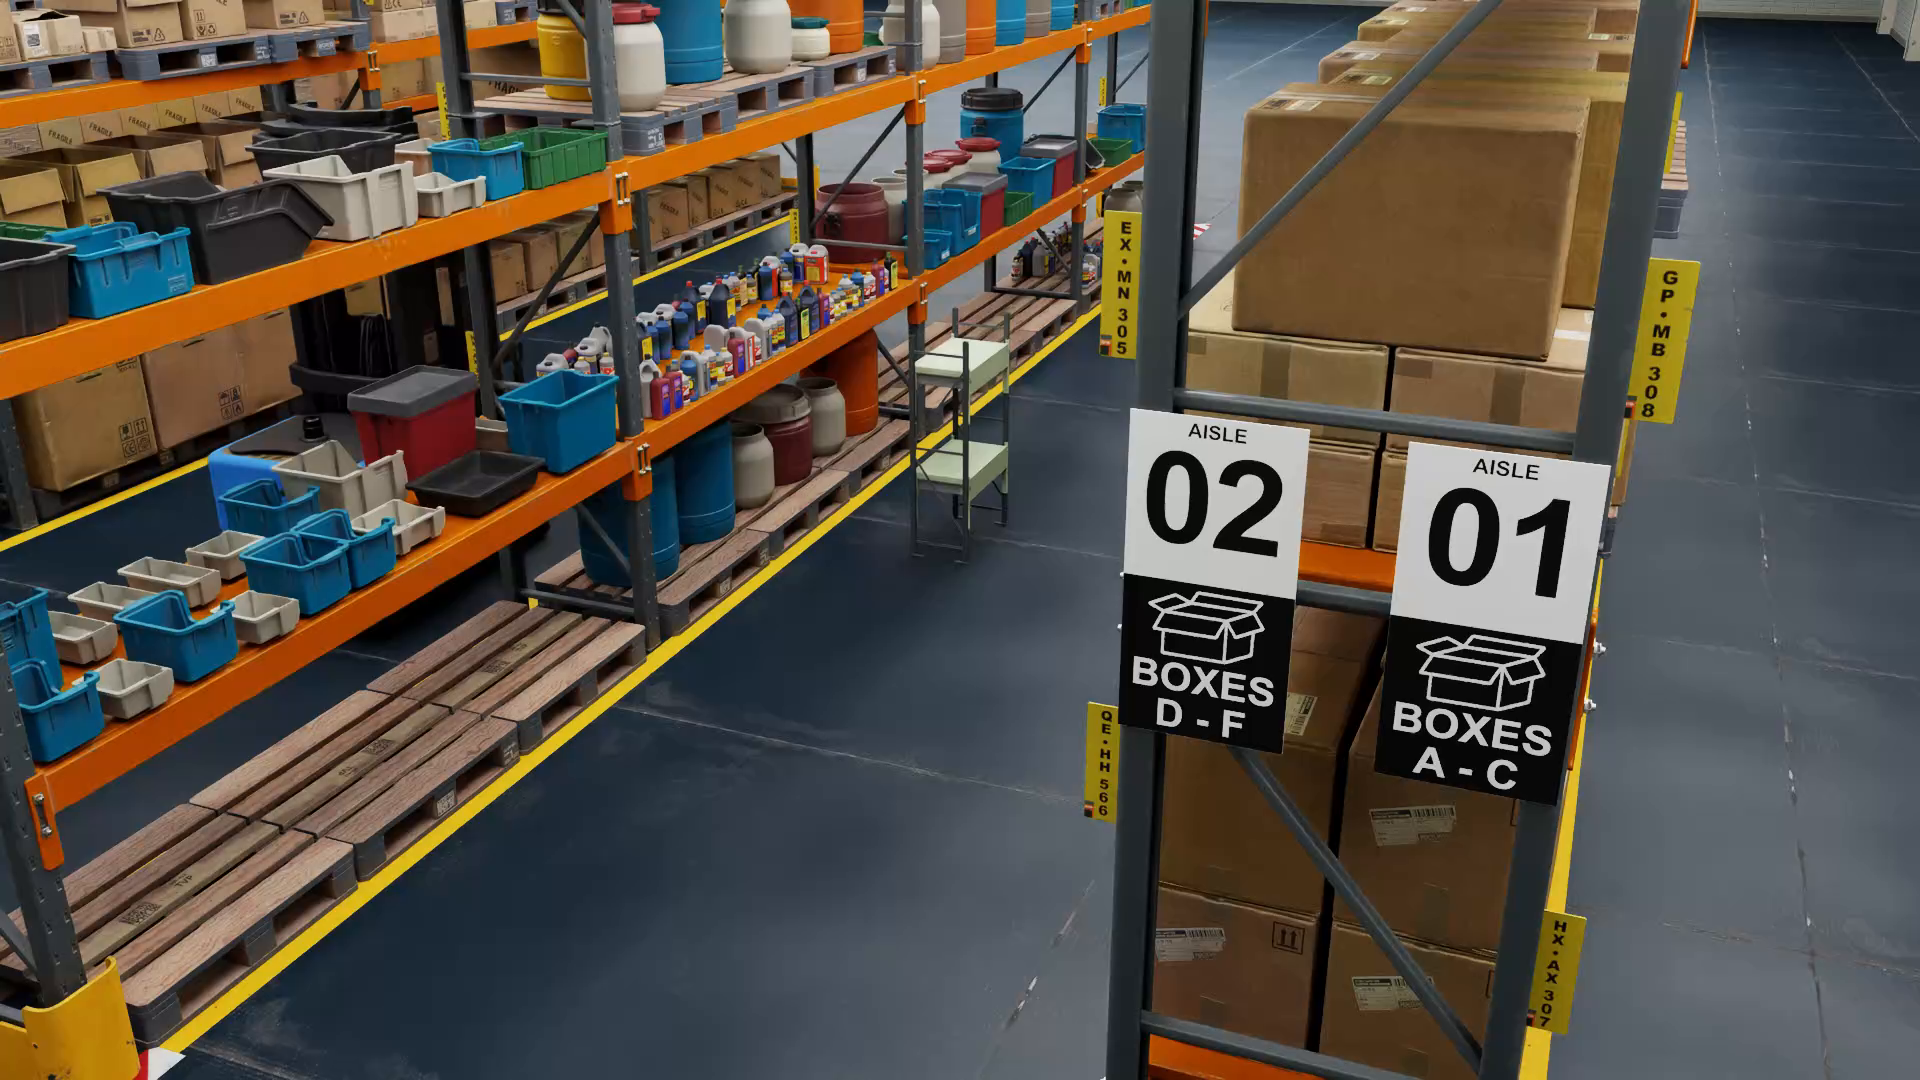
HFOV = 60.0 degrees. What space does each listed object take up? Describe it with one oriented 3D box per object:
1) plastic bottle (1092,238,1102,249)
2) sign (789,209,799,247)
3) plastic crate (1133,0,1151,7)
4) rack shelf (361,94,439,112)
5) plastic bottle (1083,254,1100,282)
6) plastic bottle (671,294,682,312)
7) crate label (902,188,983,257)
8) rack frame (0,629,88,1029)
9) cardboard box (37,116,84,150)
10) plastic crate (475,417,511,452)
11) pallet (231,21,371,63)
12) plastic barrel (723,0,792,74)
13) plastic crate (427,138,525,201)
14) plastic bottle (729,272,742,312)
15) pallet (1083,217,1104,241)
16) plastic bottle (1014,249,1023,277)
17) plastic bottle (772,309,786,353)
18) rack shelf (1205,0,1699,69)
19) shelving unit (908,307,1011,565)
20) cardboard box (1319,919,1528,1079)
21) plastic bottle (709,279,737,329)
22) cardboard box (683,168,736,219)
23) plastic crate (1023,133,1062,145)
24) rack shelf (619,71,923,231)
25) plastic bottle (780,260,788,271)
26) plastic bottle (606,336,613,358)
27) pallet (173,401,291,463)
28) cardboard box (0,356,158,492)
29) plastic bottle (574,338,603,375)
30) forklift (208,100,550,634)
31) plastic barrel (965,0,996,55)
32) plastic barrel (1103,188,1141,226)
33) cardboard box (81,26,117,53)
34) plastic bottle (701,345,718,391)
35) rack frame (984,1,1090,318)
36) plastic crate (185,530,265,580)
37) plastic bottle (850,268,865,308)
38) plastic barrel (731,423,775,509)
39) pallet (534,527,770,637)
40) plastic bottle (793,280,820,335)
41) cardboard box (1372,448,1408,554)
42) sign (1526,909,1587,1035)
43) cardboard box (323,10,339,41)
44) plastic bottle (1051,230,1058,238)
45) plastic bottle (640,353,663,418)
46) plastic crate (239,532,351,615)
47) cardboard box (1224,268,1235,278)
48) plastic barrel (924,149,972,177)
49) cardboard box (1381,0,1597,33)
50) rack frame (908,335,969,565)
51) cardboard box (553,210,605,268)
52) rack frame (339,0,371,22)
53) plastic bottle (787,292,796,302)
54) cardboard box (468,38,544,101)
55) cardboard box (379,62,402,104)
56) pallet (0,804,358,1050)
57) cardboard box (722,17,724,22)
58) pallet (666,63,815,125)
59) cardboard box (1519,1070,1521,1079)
[{"bbox_3d":[1.494,-3.091,17.721,0.152,0.276,0.135,9,24,20],"label":"plastic bottle"},{"bbox_3d":[-1.271,-2.404,12.901,0.100,0.325,0.005,9,24,20],"label":"sign"},{"bbox_3d":[1.785,-5.766,17.292,0.392,0.384,0.575,9,24,20],"label":"plastic crate"},{"bbox_3d":[-7.695,-5.523,21.513,1.077,0.370,4.000,9,24,20],"label":"rack shelf"},{"bbox_3d":[1.348,-2.801,17.026,0.152,0.276,0.135,10,25,22],"label":"plastic bottle"},{"bbox_3d":[-1.895,-1.486,11.067,0.061,0.283,0.133,9,24,20],"label":"plastic bottle"},{"bbox_3d":[-0.138,-2.585,13.502,0.502,0.435,0.616,9,24,20],"label":"crate label"},{"bbox_3d":[-3.730,0.611,5.896,1.000,3.000,0.127,9,24,20],"label":"rack frame"},{"bbox_3d":[-9.320,-4.058,16.943,0.500,0.500,0.500,9,24,20],"label":"cardboard box"},{"bbox_3d":[-2.549,-0.581,9.013,0.396,0.136,0.243,9,24,20],"label":"plastic crate"},{"bbox_3d":[-5.546,-4.020,13.336,1.213,0.211,1.003,10,25,22],"label":"pallet"},{"bbox_3d":[-1.277,-3.237,10.494,0.433,0.535,0.433,0,23,0],"label":"plastic barrel"},{"bbox_3d":[-2.286,-1.756,7.888,0.416,0.233,0.300,9,24,20],"label":"plastic crate"},{"bbox_3d":[-1.594,-1.751,11.716,0.097,0.271,0.097,0,23,0],"label":"plastic bottle"},{"bbox_3d":[1.922,-3.504,19.366,1.003,0.211,1.213,9,24,20],"label":"pallet"},{"bbox_3d":[0.600,-2.852,17.141,0.061,0.283,0.133,10,25,23],"label":"plastic bottle"},{"bbox_3d":[-1.183,-1.359,10.779,0.097,0.271,0.097,0,23,0],"label":"plastic bottle"},{"bbox_3d":[1.611,-1.829,4.892,1.077,0.370,4.000,9,24,20],"label":"rack shelf"},{"bbox_3d":[0.002,-0.694,10.967,0.431,1.500,0.755,9,24,20],"label":"shelving unit"},{"bbox_3d":[1.278,1.154,4.466,0.500,0.500,0.500,9,24,21],"label":"cardboard box"},{"bbox_3d":[-1.606,-1.594,11.239,0.144,0.351,0.185,9,24,20],"label":"plastic bottle"},{"bbox_3d":[-3.073,-4.203,20.119,0.500,0.500,0.500,11,25,25],"label":"cardboard box"},{"bbox_3d":[0.887,-4.050,17.247,0.499,0.251,0.616,9,24,20],"label":"plastic crate"},{"bbox_3d":[-1.501,-2.589,10.597,1.077,0.370,4.000,9,24,20],"label":"rack shelf"},{"bbox_3d":[-1.323,-1.979,12.355,0.097,0.201,0.097,0,23,0],"label":"plastic bottle"},{"bbox_3d":[-2.072,-1.153,10.183,0.144,0.351,0.185,9,24,20],"label":"plastic bottle"},{"bbox_3d":[-6.174,-0.968,13.294,1.003,0.211,1.213,9,24,20],"label":"pallet"},{"bbox_3d":[-6.623,-0.975,11.904,1.225,0.875,0.875,9,24,20],"label":"cardboard box"},{"bbox_3d":[-2.262,-1.081,10.108,0.152,0.276,0.135,9,24,20],"label":"plastic bottle"},{"bbox_3d":[-3.434,-1.340,10.655,1.130,2.935,3.031,8,24,18],"label":"forklift"},{"bbox_3d":[-0.008,-4.331,13.278,0.600,0.830,0.708,9,24,20],"label":"plastic barrel"},{"bbox_3d":[1.854,-3.735,18.983,0.421,0.512,0.421,0,23,0],"label":"plastic barrel"},{"bbox_3d":[-6.150,-3.503,11.634,0.380,0.149,0.250,8,24,18],"label":"cardboard box"},{"bbox_3d":[-1.514,-1.041,10.017,0.097,0.271,0.097,0,23,0],"label":"plastic bottle"},{"bbox_3d":[0.728,-3.684,16.177,1.000,3.000,0.127,9,24,20],"label":"rack frame"},{"bbox_3d":[-3.300,0.074,7.446,0.298,0.136,0.250,9,24,20],"label":"plastic crate"},{"bbox_3d":[-0.730,-1.796,11.825,0.097,0.271,0.097,0,23,0],"label":"plastic bottle"},{"bbox_3d":[-1.470,-0.501,11.242,0.421,0.512,0.421,0,23,0],"label":"plastic barrel"},{"bbox_3d":[-1.918,0.196,10.507,1.003,0.211,1.213,9,24,20],"label":"pallet"},{"bbox_3d":[-1.034,-1.564,11.165,0.144,0.351,0.185,9,24,20],"label":"plastic bottle"},{"bbox_3d":[1.295,-0.141,3.999,0.500,0.250,0.500,9,24,20],"label":"cardboard box"},{"bbox_3d":[1.372,0.999,3.842,0.100,0.325,0.005,9,24,20],"label":"sign"},{"bbox_3d":[-5.408,-4.481,14.390,0.500,0.250,0.500,9,24,20],"label":"cardboard box"},{"bbox_3d":[1.011,-3.224,18.045,0.097,0.271,0.097,0,23,0],"label":"plastic bottle"},{"bbox_3d":[-1.797,-0.892,9.558,0.144,0.351,0.185,9,24,20],"label":"plastic bottle"},{"bbox_3d":[-2.843,0.148,7.144,0.416,0.233,0.300,9,24,20],"label":"plastic crate"},{"bbox_3d":[1.007,-0.624,4.506,0.500,0.250,0.500,9,24,20],"label":"cardboard box"},{"bbox_3d":[-0.104,-3.173,14.778,0.433,0.535,0.433,0,23,0],"label":"plastic barrel"},{"bbox_3d":[1.891,-1.664,6.022,0.700,0.500,0.500,9,24,20],"label":"cardboard box"},{"bbox_3d":[-0.134,-0.563,10.653,0.400,1.500,0.023,9,24,20],"label":"rack frame"},{"bbox_3d":[-4.119,-3.226,17.753,0.700,0.500,0.500,7,24,16],"label":"cardboard box"},{"bbox_3d":[-5.357,-5.729,13.291,1.000,3.000,0.127,9,24,20],"label":"rack frame"},{"bbox_3d":[-1.139,-1.538,11.191,0.061,0.283,0.133,9,24,20],"label":"plastic bottle"},{"bbox_3d":[-4.296,-4.599,17.045,1.000,1.000,1.000,9,24,20],"label":"cardboard box"},{"bbox_3d":[-7.715,-5.922,21.342,0.875,0.550,0.500,9,24,20],"label":"cardboard box"},{"bbox_3d":[-3.387,1.608,7.127,1.003,0.211,1.213,9,24,20],"label":"pallet"},{"bbox_3d":[-2.728,-5.878,19.618,0.500,0.500,0.500,9,24,20],"label":"cardboard box"},{"bbox_3d":[-1.625,-2.818,10.459,1.003,0.211,1.213,9,24,20],"label":"pallet"},{"bbox_3d":[1.705,1.875,5.866,0.500,0.250,0.500,9,24,20],"label":"cardboard box"}]
